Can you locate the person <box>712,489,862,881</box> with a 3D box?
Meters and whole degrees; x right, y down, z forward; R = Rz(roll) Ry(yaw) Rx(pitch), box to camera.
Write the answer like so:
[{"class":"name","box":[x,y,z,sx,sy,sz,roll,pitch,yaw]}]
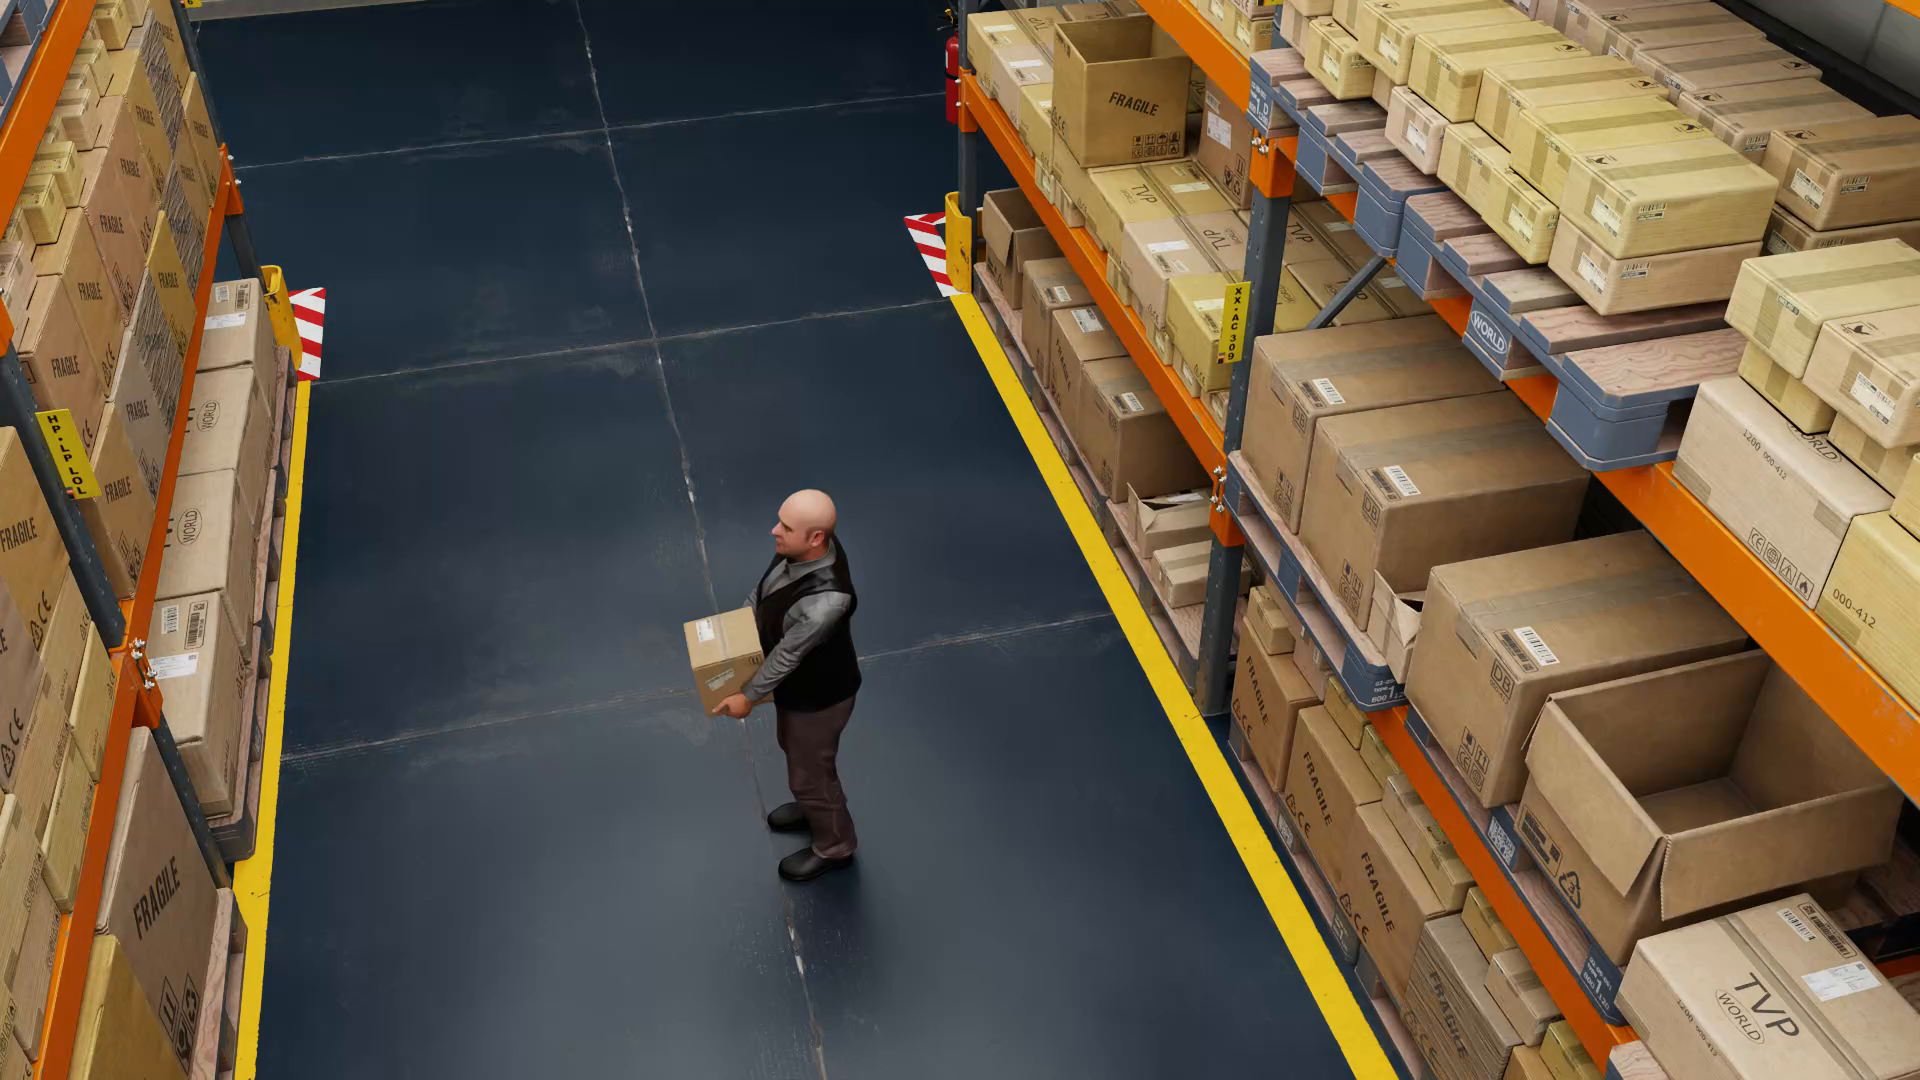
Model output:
[{"class":"person","box":[-0.638,0.542,6.045,0.546,1.717,0.495,-9,39,-11]}]
